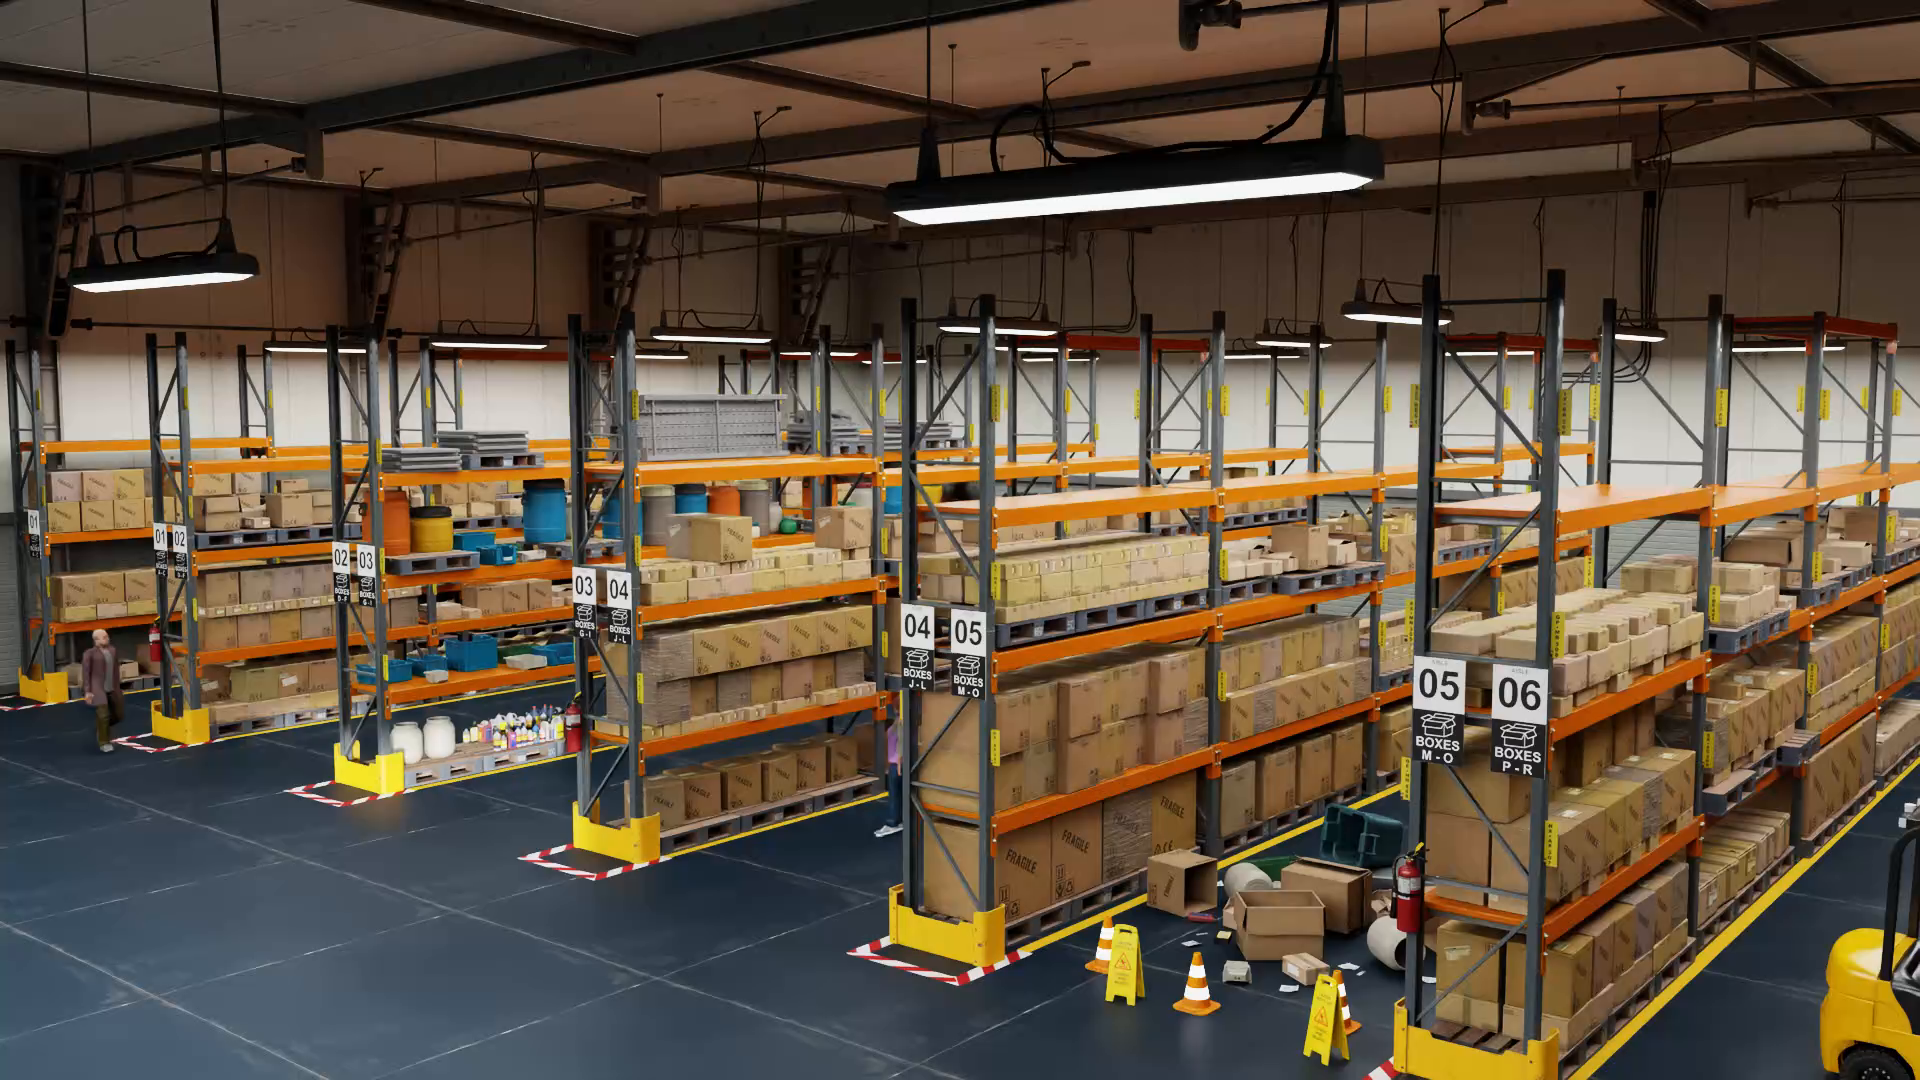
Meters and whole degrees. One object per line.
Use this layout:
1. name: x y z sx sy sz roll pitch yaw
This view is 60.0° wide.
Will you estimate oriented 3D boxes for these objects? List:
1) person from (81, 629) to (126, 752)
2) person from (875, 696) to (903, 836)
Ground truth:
1. person: -12.306 2.135 23.821 0.732 1.753 0.626 4 6 38
2. person: -0.752 2.619 19.444 0.396 1.608 0.518 1 5 13
